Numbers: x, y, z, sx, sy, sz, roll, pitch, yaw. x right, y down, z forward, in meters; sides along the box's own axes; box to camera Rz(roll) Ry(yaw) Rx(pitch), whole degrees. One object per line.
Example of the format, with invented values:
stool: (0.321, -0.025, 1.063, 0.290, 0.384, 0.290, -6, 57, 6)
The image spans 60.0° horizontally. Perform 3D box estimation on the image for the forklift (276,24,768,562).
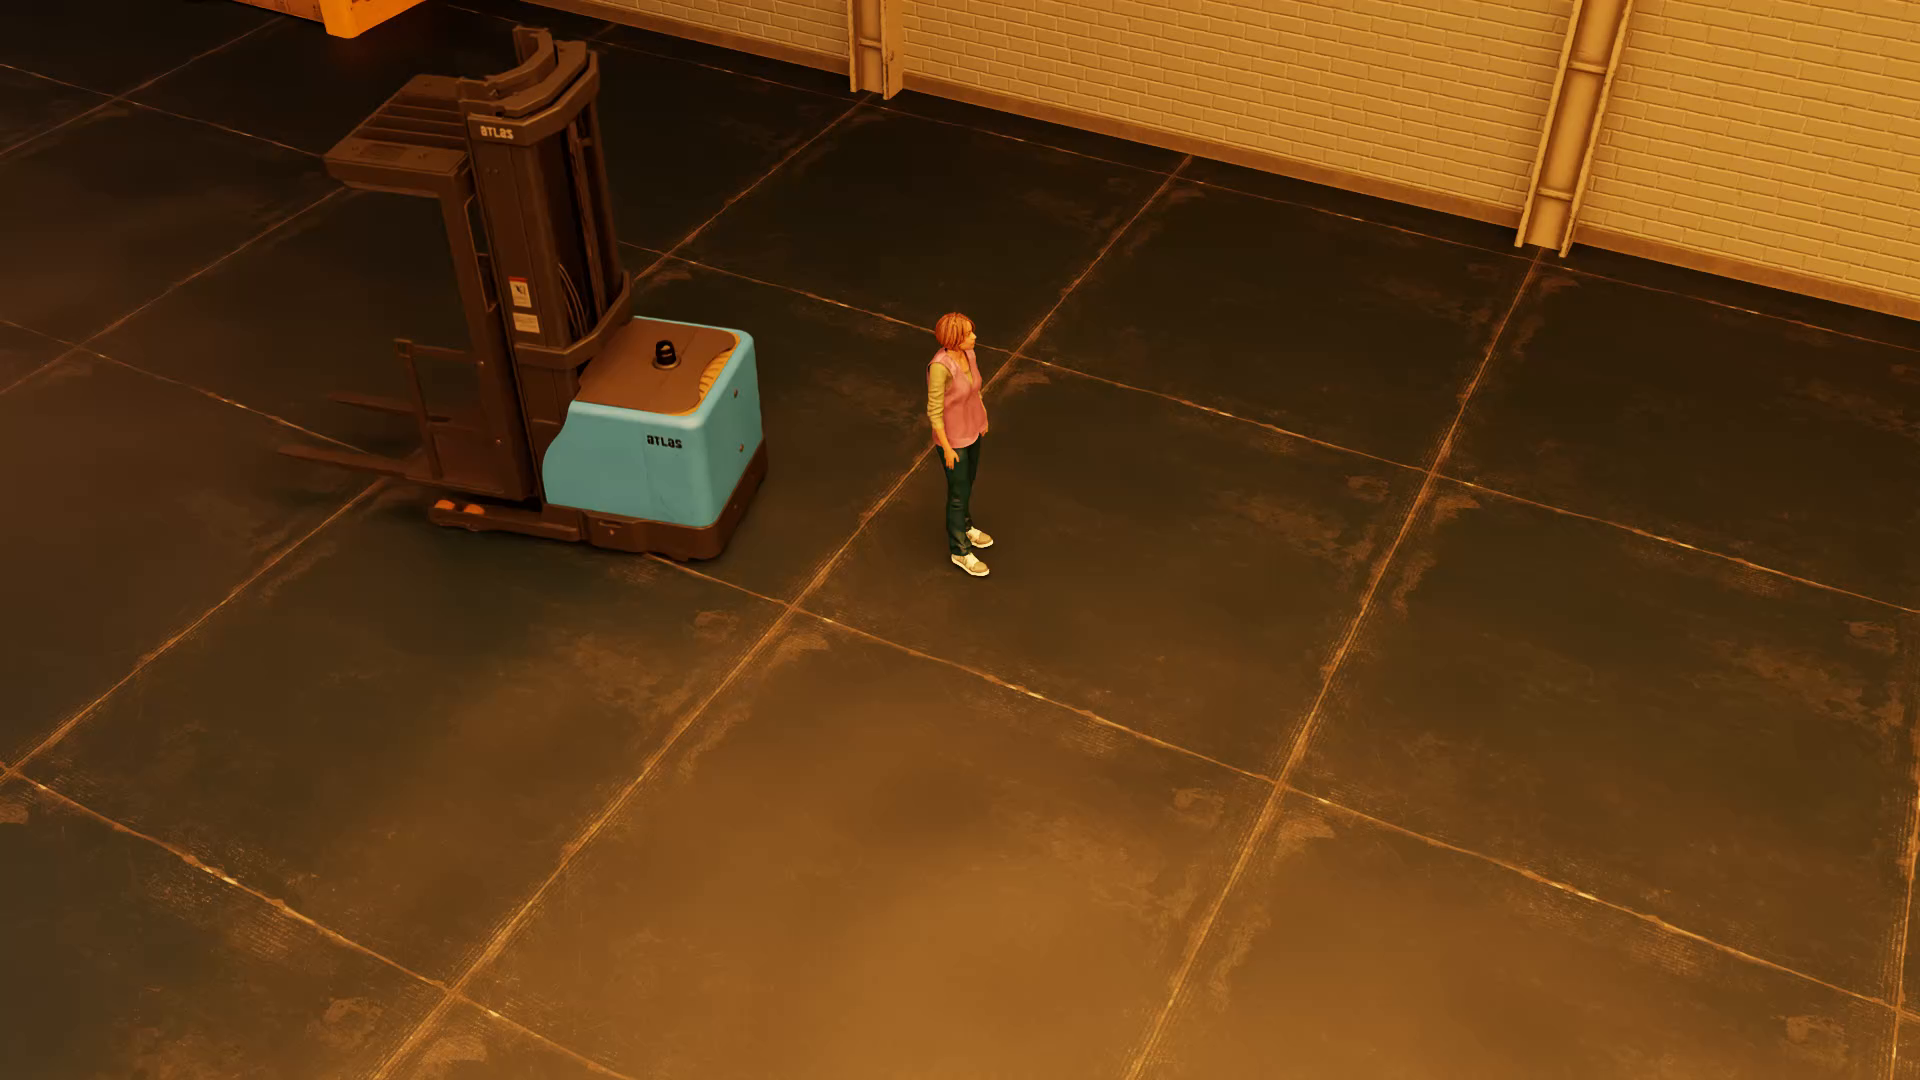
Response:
forklift: (-2.812, -1.496, 9.762, 3.031, 2.935, 1.130, 9, 41, 10)

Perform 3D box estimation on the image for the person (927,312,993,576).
person: (0.060, -0.586, 9.707, 0.473, 1.599, 0.521, 18, 43, 21)
